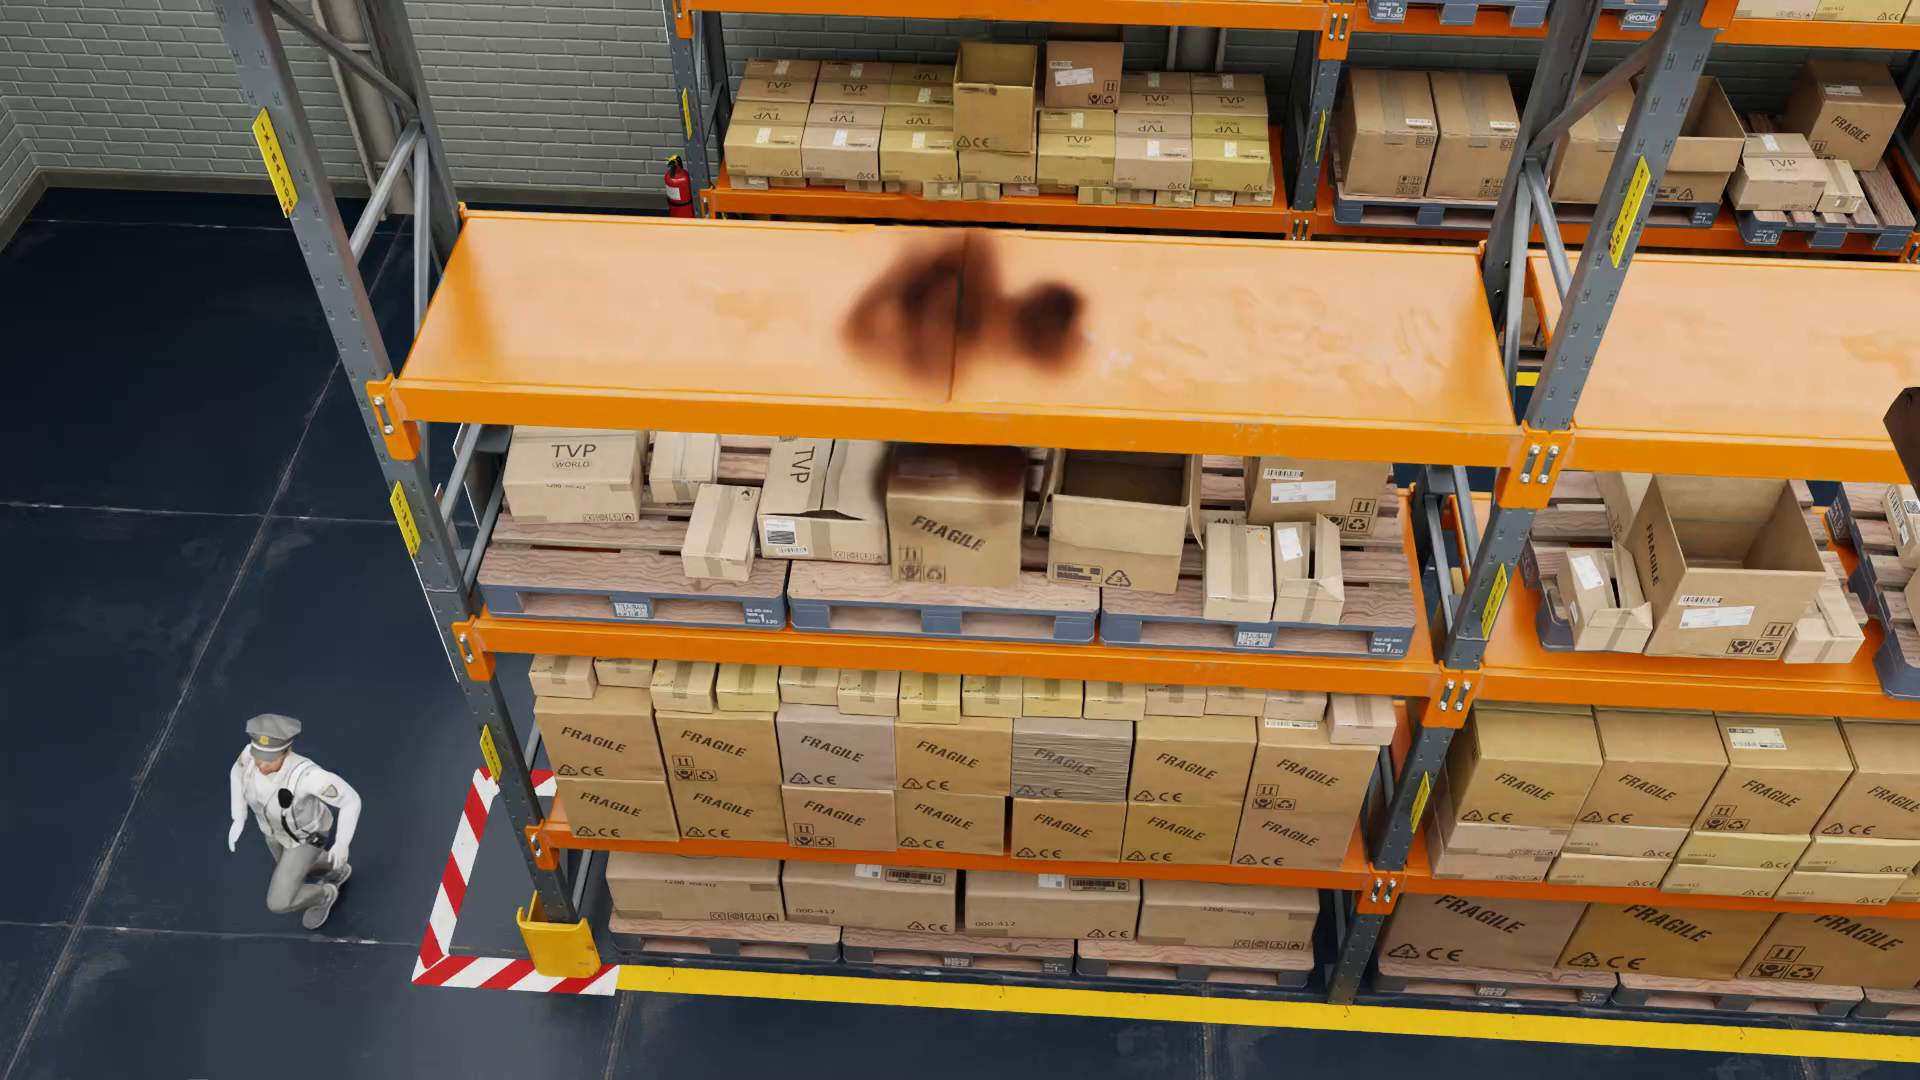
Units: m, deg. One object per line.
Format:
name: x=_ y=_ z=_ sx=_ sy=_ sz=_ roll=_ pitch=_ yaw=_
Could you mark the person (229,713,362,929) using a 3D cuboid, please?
person: x=-3.346 y=1.474 z=8.304 sx=0.667 sy=1.648 sz=0.559 roll=25 pitch=53 yaw=21
